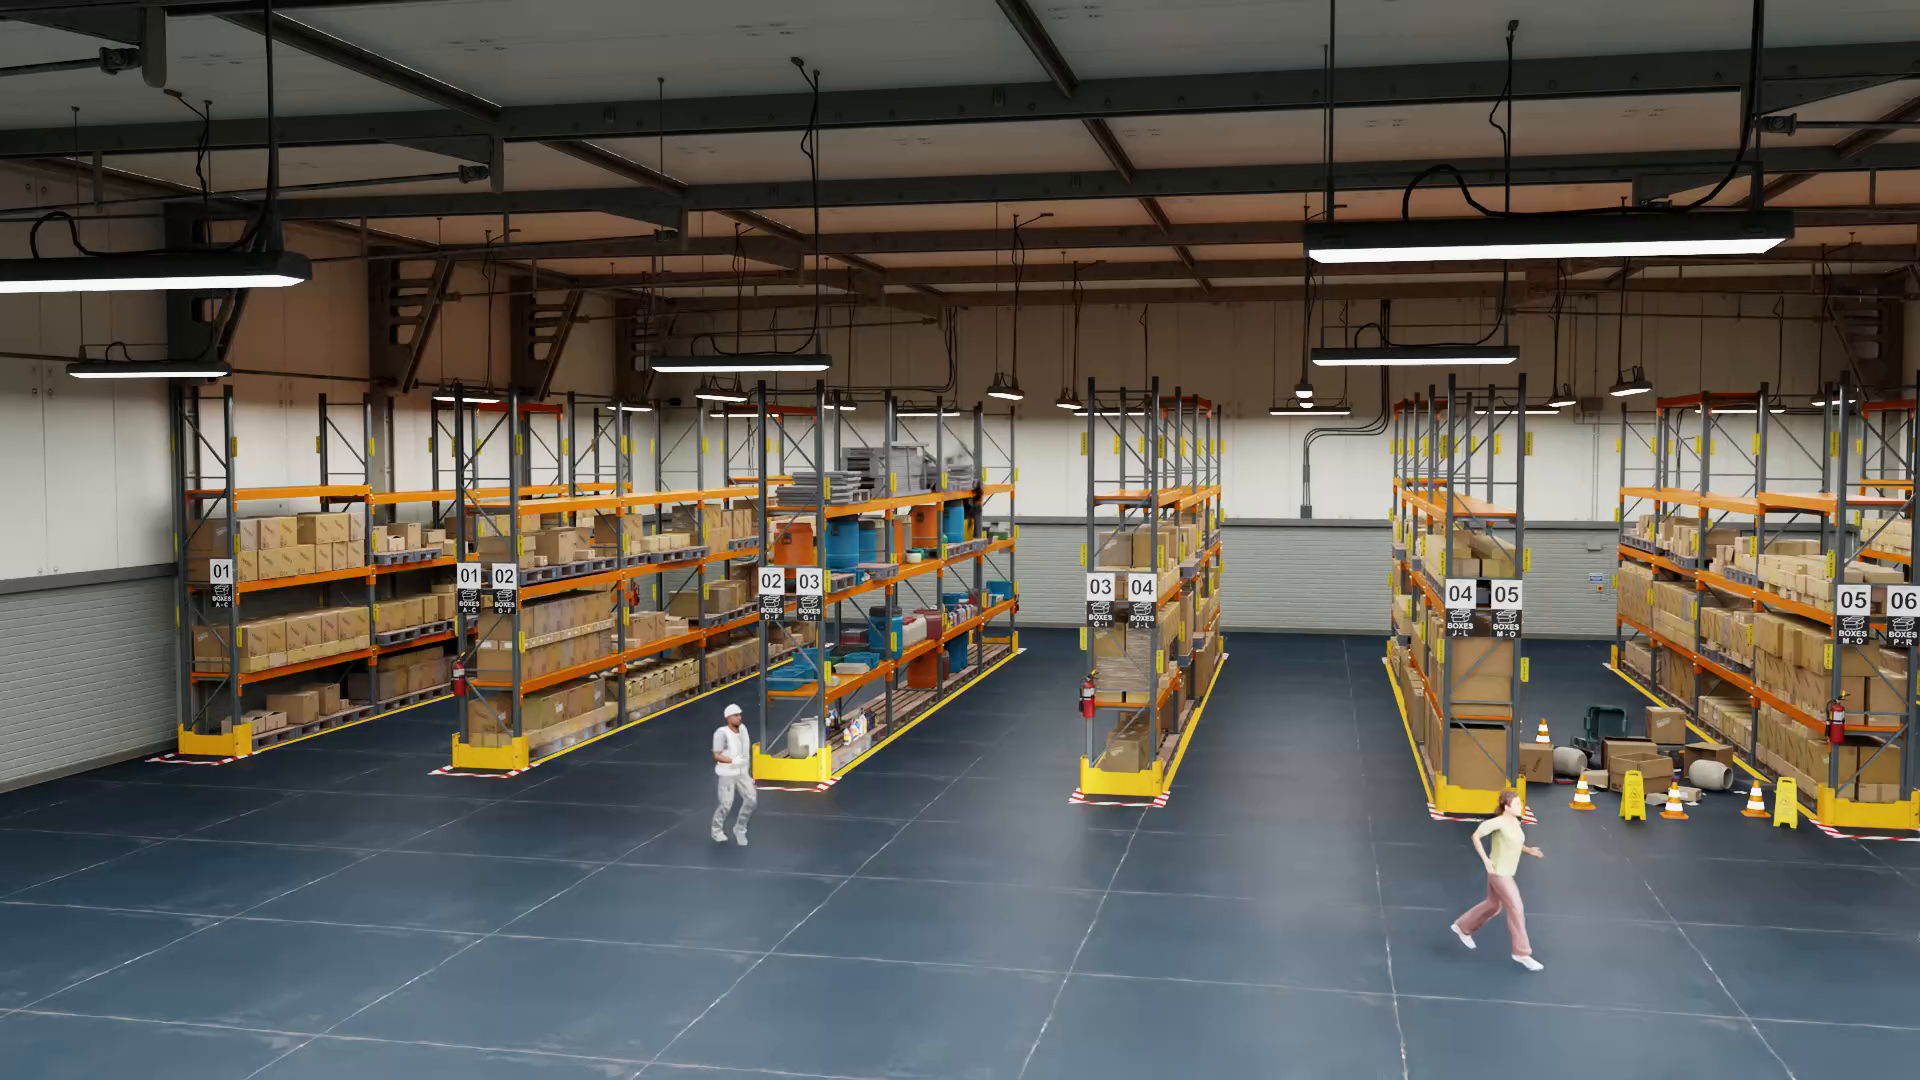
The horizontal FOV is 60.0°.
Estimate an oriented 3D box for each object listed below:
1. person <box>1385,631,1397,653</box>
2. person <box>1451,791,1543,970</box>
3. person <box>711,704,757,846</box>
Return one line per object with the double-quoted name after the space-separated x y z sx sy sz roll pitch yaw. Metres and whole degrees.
10.663 1.922 39.791 0.987 1.699 0.754 1 3 18 "person"
5.238 3.258 16.193 0.954 1.679 0.532 3 4 39 "person"
-2.809 2.964 20.832 0.724 1.827 0.706 3 4 40 "person"
